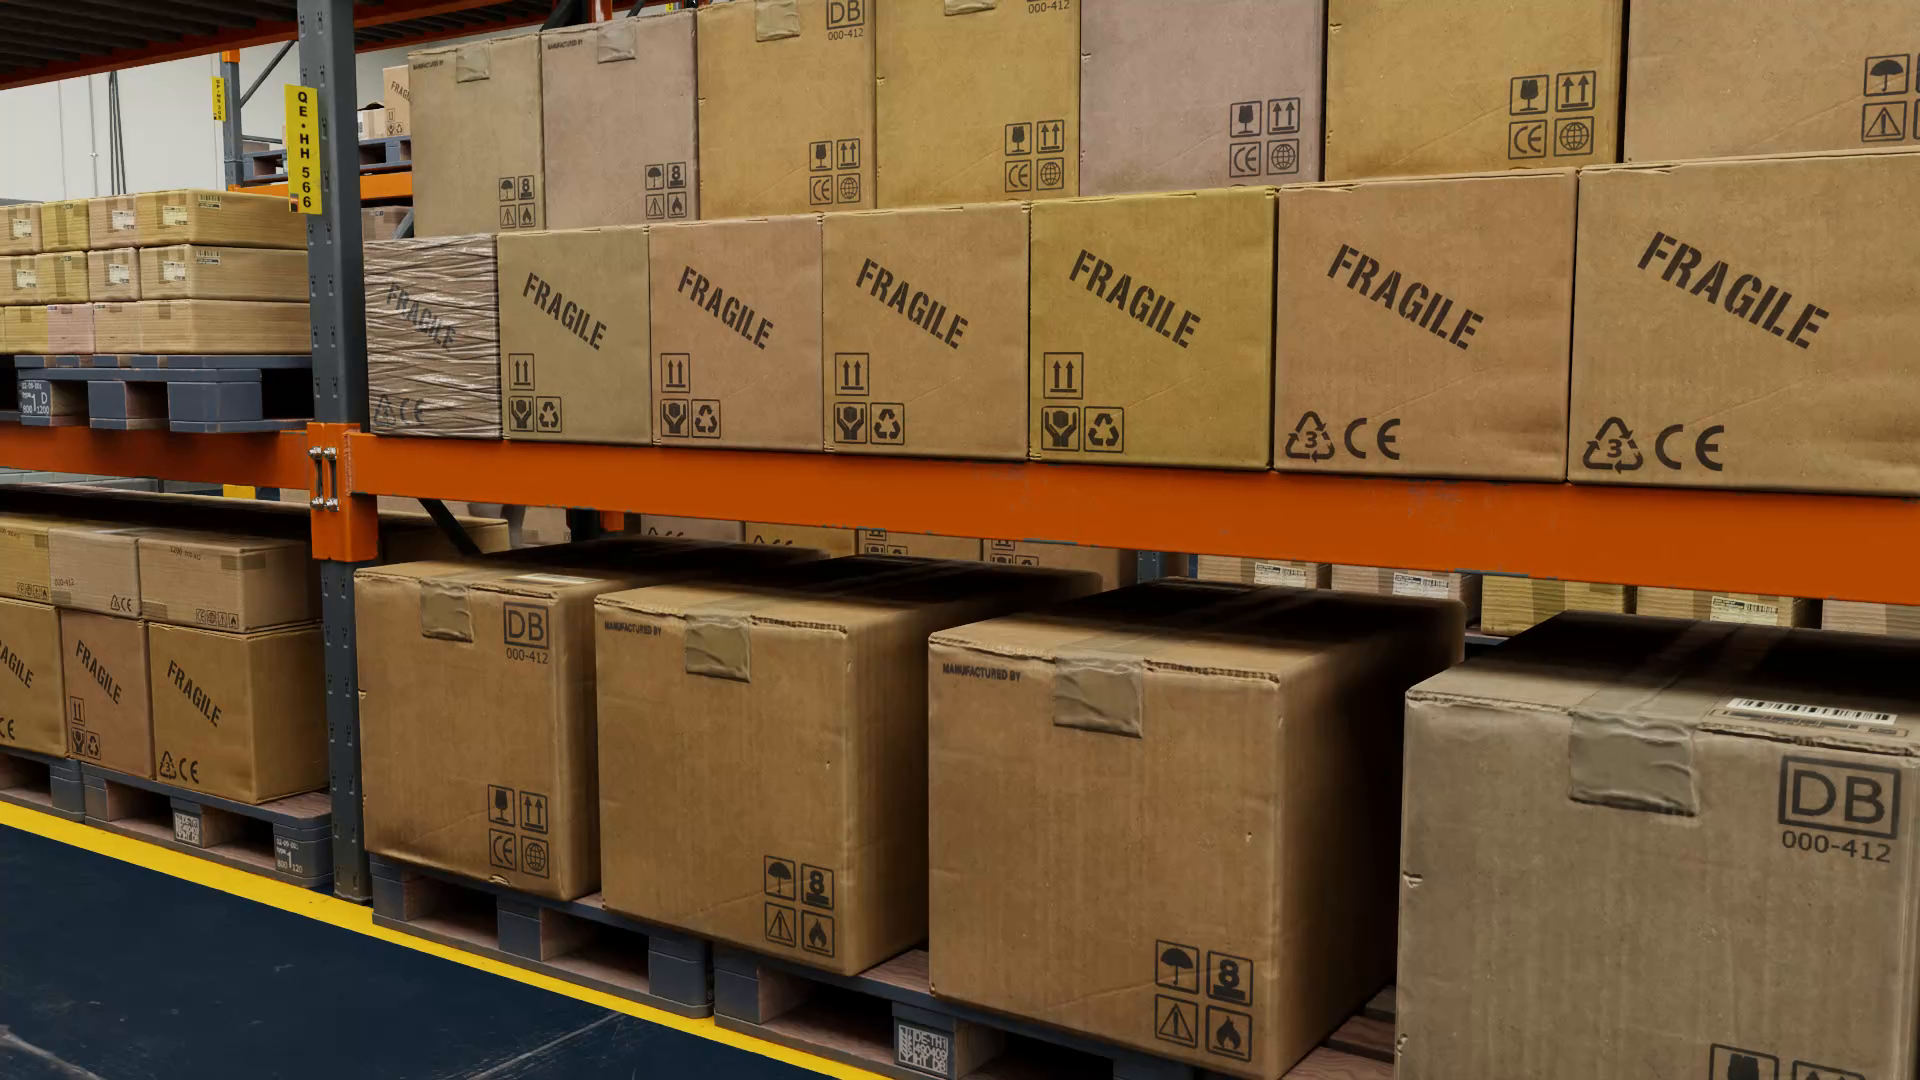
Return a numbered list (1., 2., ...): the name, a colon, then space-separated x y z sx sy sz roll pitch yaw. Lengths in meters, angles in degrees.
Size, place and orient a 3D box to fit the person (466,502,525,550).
1. person: -2.778 -0.438 9.870 0.539 1.681 0.931 -5 8 -41
